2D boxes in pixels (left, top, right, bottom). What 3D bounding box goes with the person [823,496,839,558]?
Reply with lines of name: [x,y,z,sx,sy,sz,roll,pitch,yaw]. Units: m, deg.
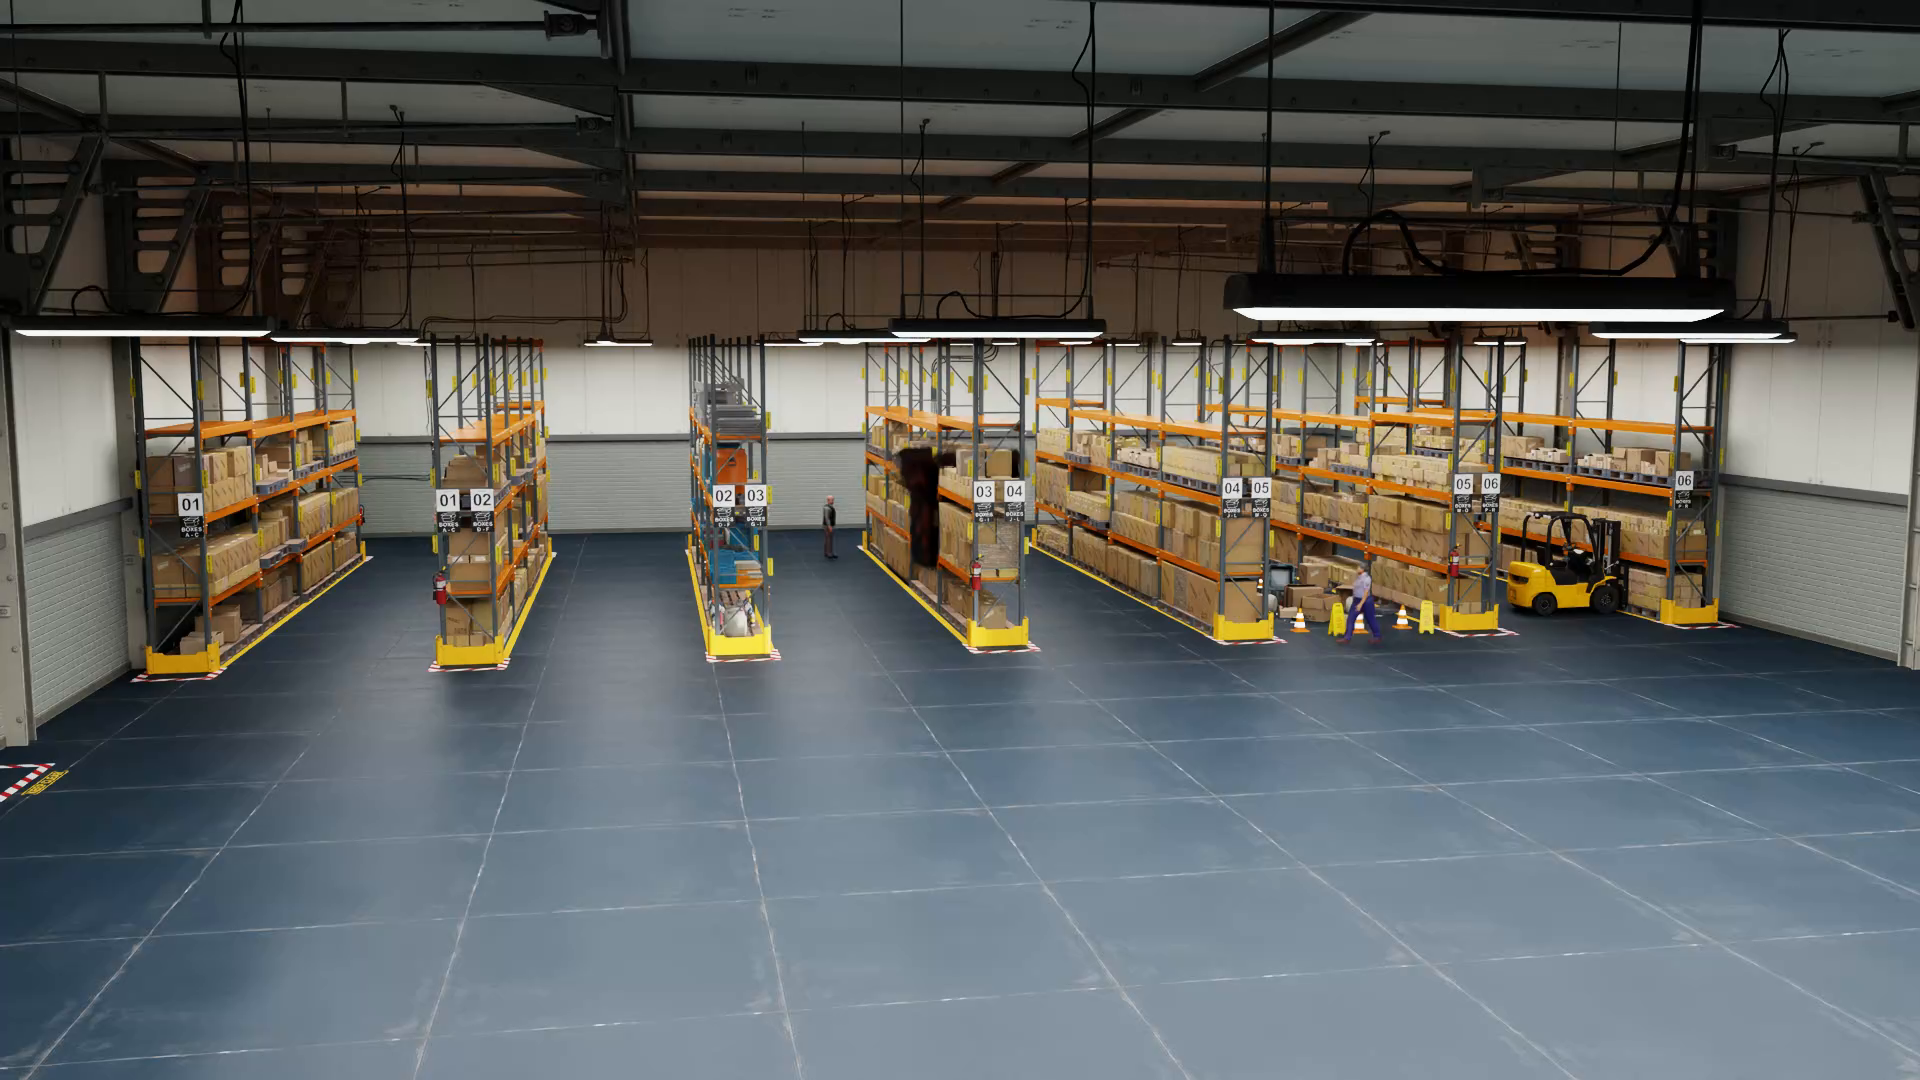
person: [-3.556,-0.356,45.639,0.440,1.746,0.601,1,7,5]

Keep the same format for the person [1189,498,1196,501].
person: [7.299,-1.028,51.427,0.997,1.713,0.621,-1,7,-10]

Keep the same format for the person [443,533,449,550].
person: [-14.412,-0.529,47.040,0.849,1.816,0.707,-1,7,-5]

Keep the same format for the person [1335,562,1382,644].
person: [7.760,1.239,32.209,0.961,1.573,0.469,-4,8,-34]
